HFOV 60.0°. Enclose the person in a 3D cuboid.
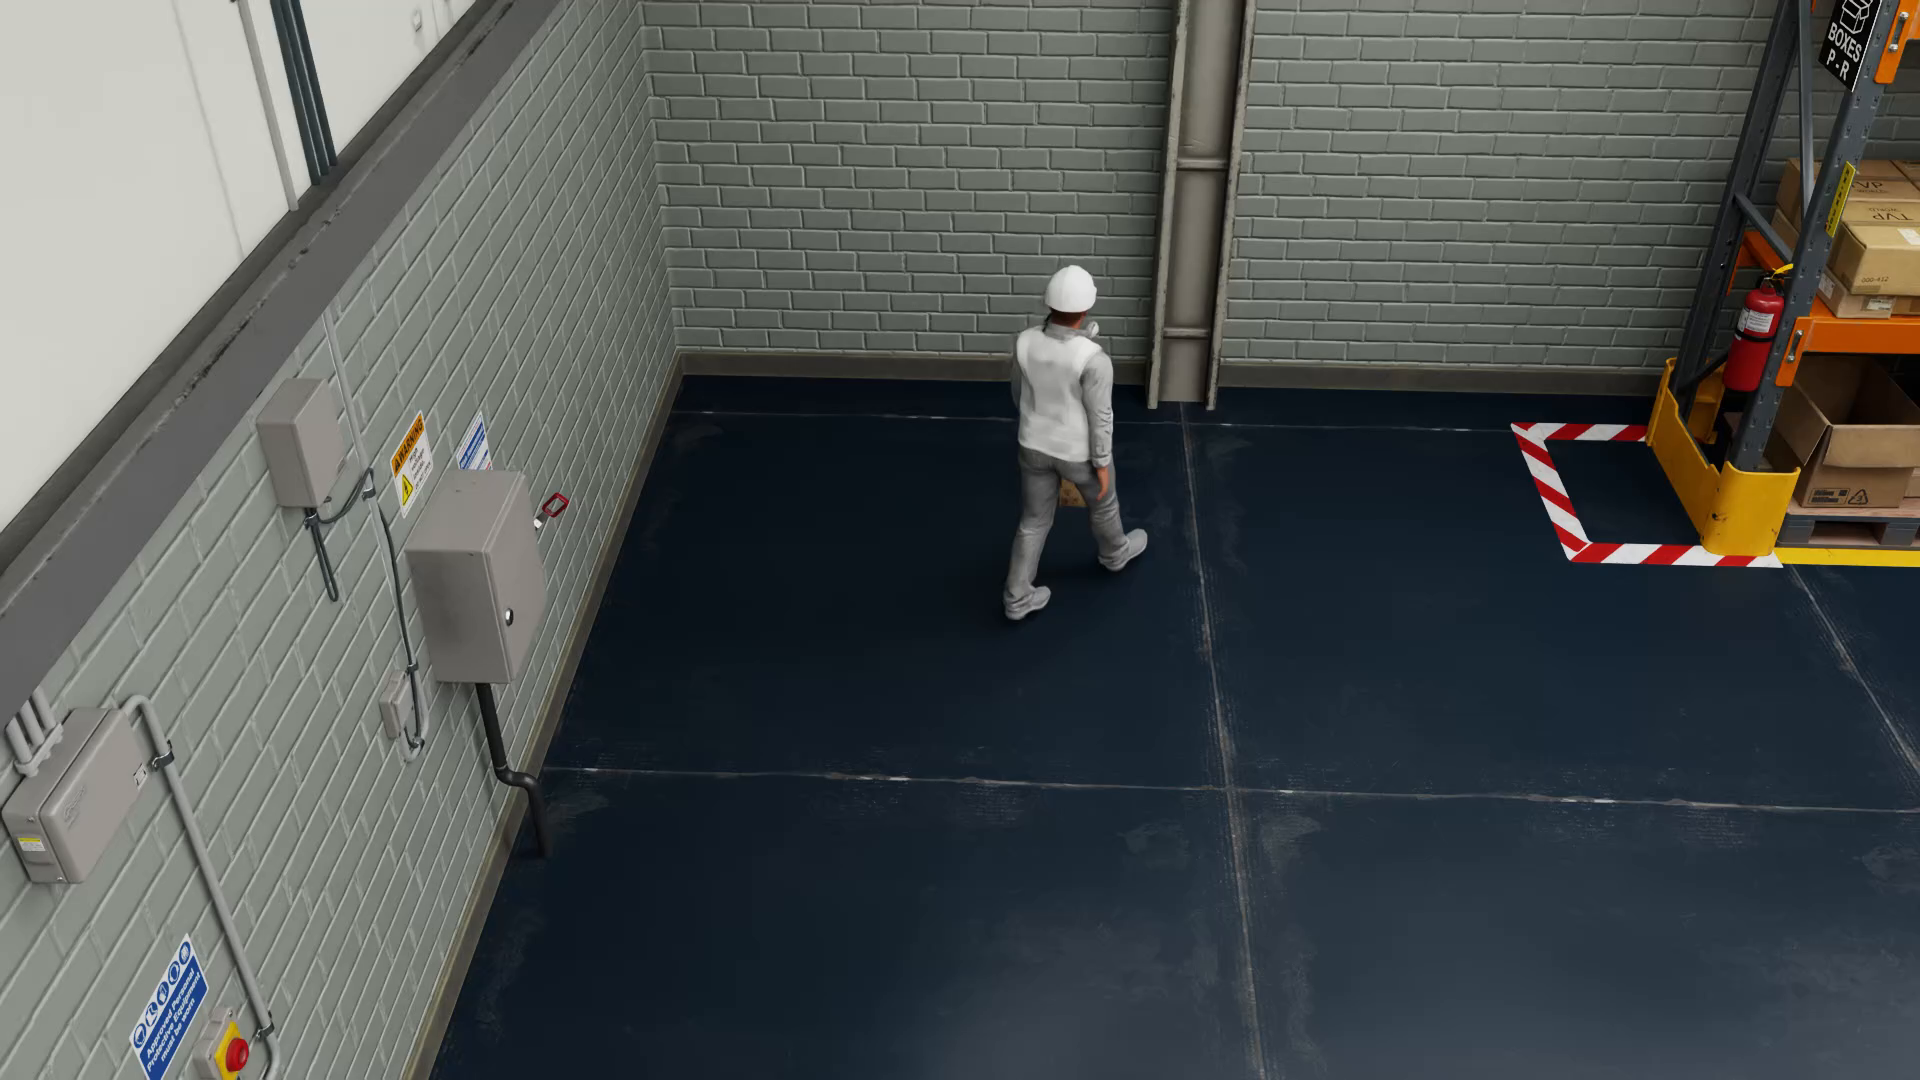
[{"bbox_3d":[0.516,-0.504,7.793,0.572,1.731,0.927,18,39,24],"label":"person"}]
